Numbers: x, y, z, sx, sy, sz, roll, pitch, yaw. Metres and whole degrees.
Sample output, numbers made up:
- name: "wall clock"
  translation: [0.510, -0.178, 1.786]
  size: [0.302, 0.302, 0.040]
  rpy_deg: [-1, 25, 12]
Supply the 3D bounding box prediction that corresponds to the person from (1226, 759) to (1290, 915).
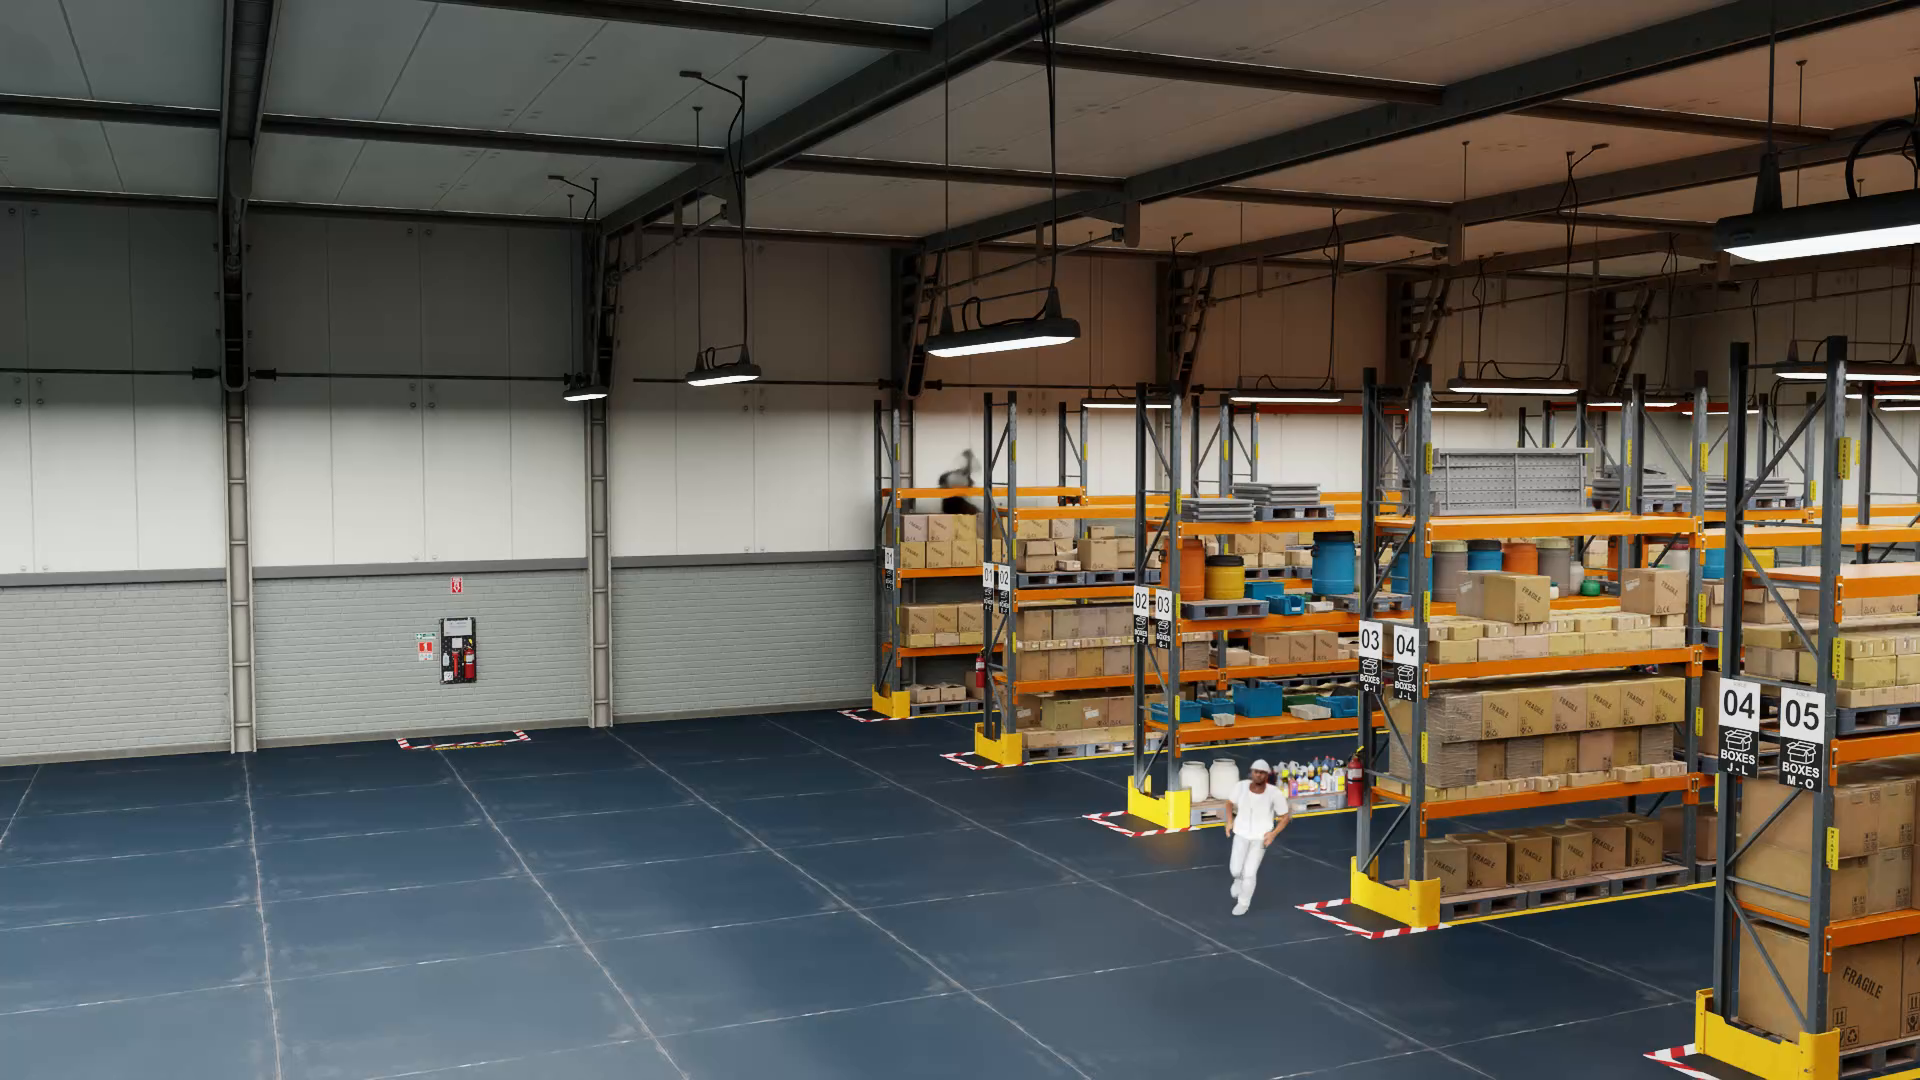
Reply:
- name: "person"
  translation: [3.267, 3.258, 18.317]
  size: [0.728, 1.716, 0.562]
  rpy_deg: [1, 4, 21]
